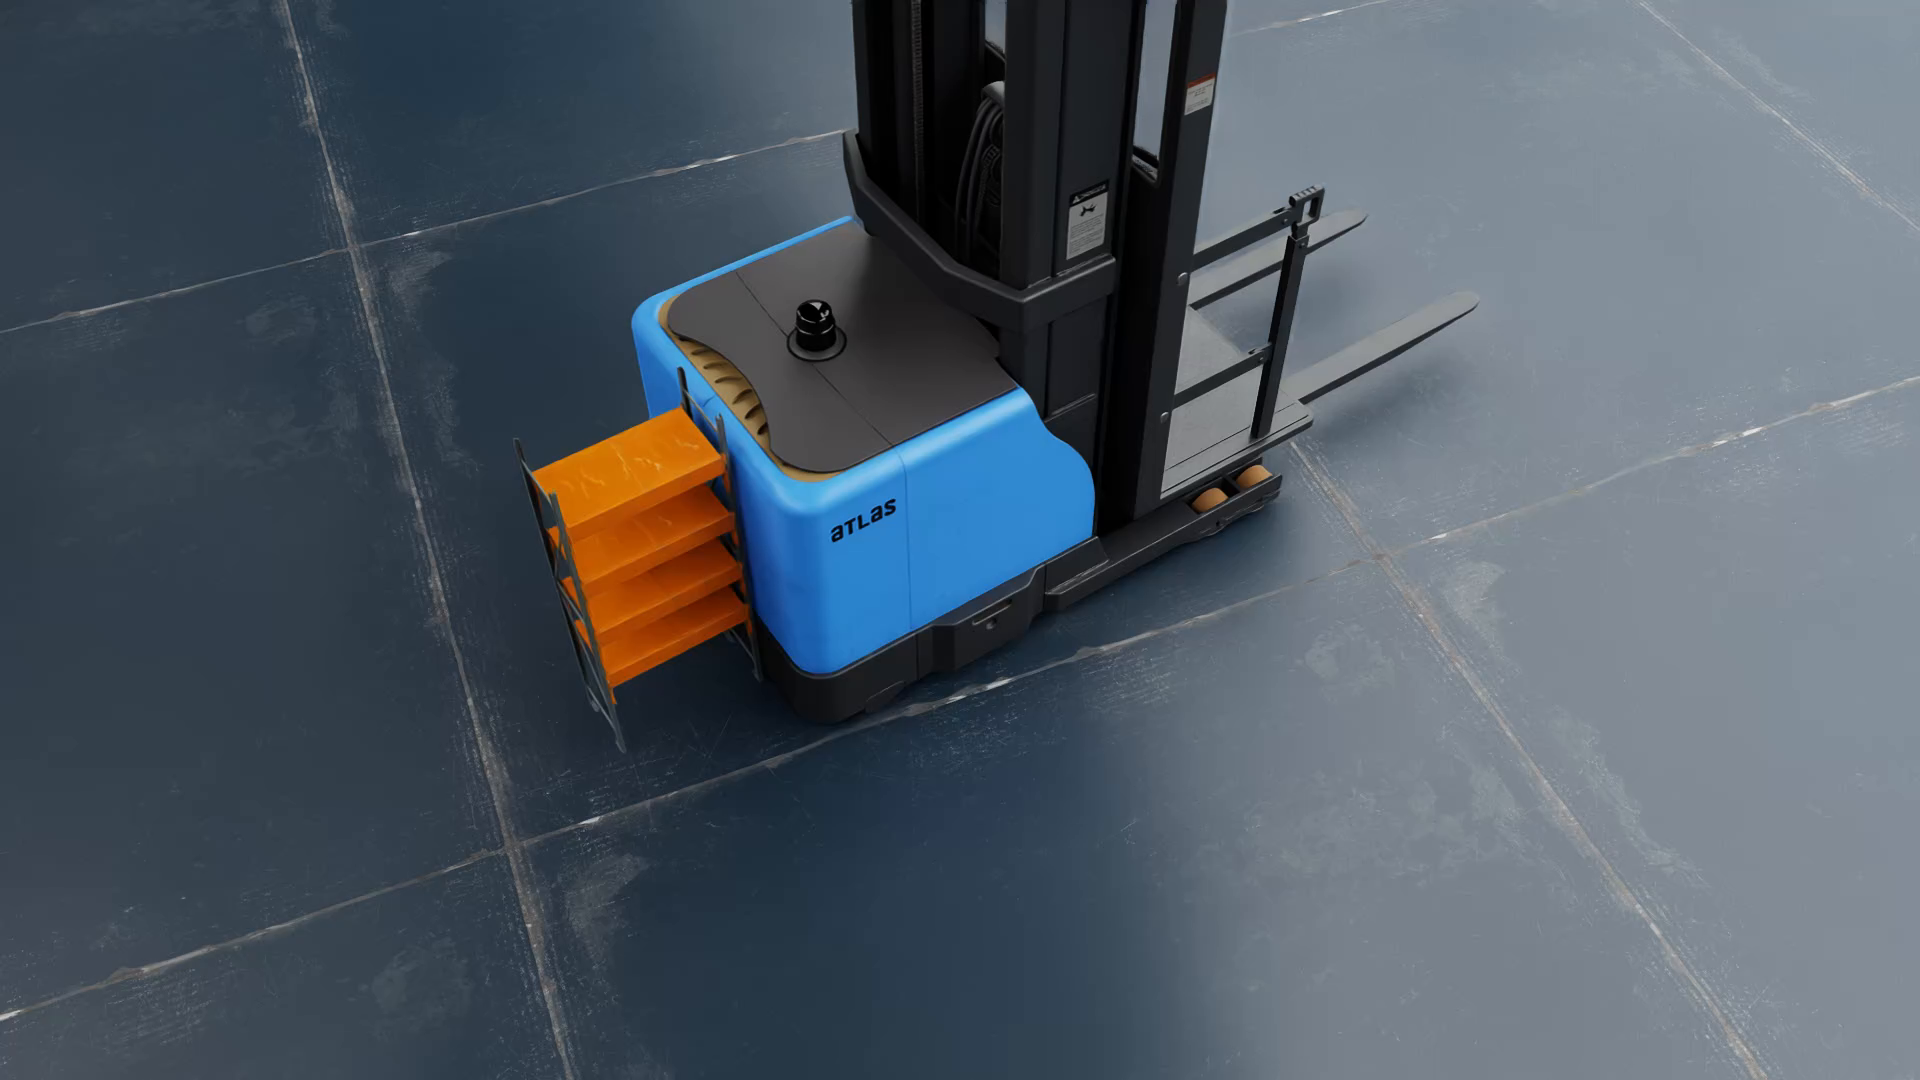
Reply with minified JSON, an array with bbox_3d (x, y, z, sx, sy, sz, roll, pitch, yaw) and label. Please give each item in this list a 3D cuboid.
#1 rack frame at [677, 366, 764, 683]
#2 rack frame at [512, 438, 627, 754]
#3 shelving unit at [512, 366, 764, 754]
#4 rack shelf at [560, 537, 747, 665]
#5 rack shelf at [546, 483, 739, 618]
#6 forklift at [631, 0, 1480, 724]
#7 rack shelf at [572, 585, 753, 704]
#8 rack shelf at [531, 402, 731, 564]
[{"bbox_3d":[-0.707,-0.010,4.968,0.015,1.200,0.240,-27,55,-21],"label":"rack frame"},{"bbox_3d":[-1.111,0.197,4.790,0.015,1.200,0.240,-27,55,-21],"label":"rack frame"},{"bbox_3d":[-0.909,0.094,4.879,0.503,1.200,0.258,-27,55,-21],"label":"shelving unit"},{"bbox_3d":[-0.909,0.137,4.930,0.480,0.148,0.258,-27,55,-21],"label":"rack shelf"},{"bbox_3d":[-0.909,-0.008,4.760,0.480,0.148,0.258,-27,55,-21],"label":"rack shelf"},{"bbox_3d":[0.513,-1.278,4.915,3.031,2.935,1.130,-27,55,-21],"label":"forklift"},{"bbox_3d":[-0.909,0.267,5.080,0.480,0.148,0.258,-27,55,-21],"label":"rack shelf"},{"bbox_3d":[-0.909,-0.162,4.581,0.480,0.148,0.258,-27,55,-21],"label":"rack shelf"}]
